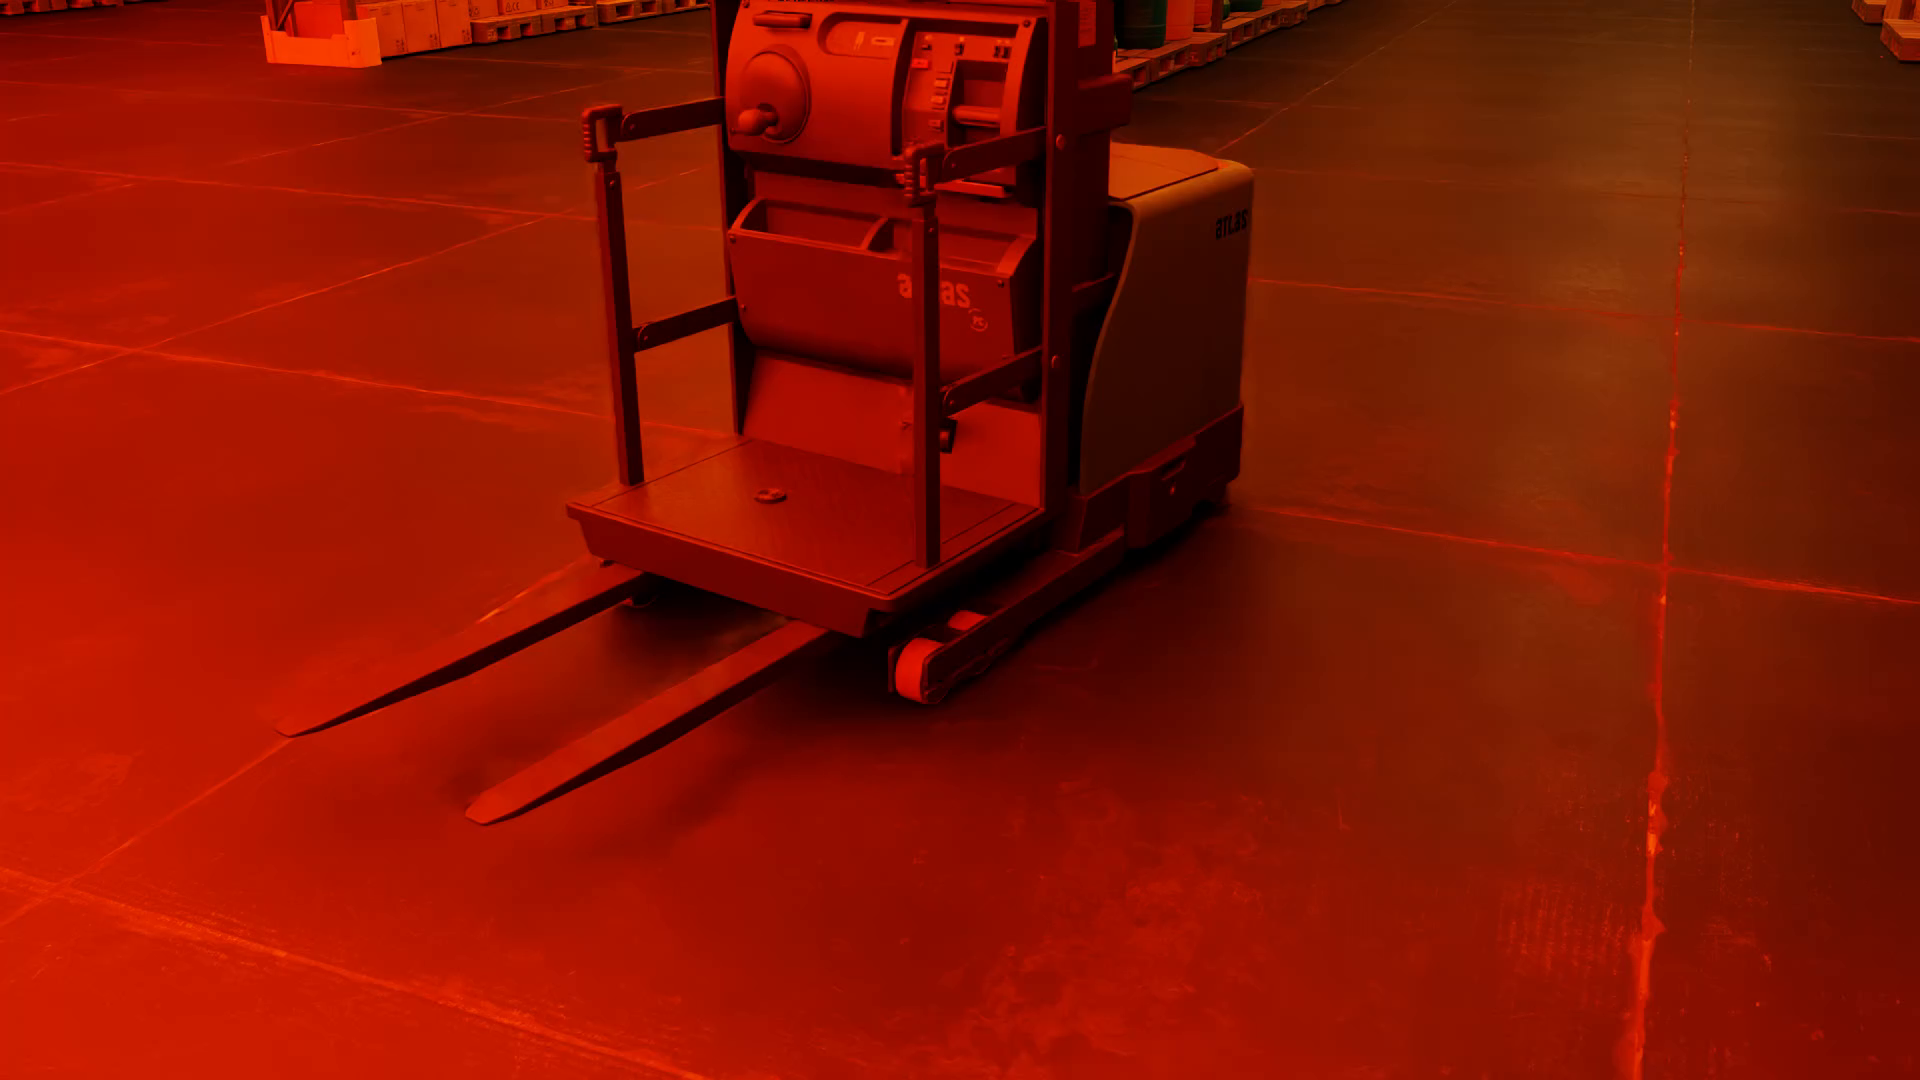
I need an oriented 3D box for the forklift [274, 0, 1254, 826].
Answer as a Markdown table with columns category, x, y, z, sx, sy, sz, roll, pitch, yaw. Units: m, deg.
| category | x | y | z | sx | sy | sz | roll | pitch | yaw |
| --- | --- | --- | --- | --- | --- | --- | --- | --- | --- |
| forklift | -0.337 | -1.153 | 4.050 | 1.130 | 2.935 | 3.031 | 15 | 27 | 31 |
